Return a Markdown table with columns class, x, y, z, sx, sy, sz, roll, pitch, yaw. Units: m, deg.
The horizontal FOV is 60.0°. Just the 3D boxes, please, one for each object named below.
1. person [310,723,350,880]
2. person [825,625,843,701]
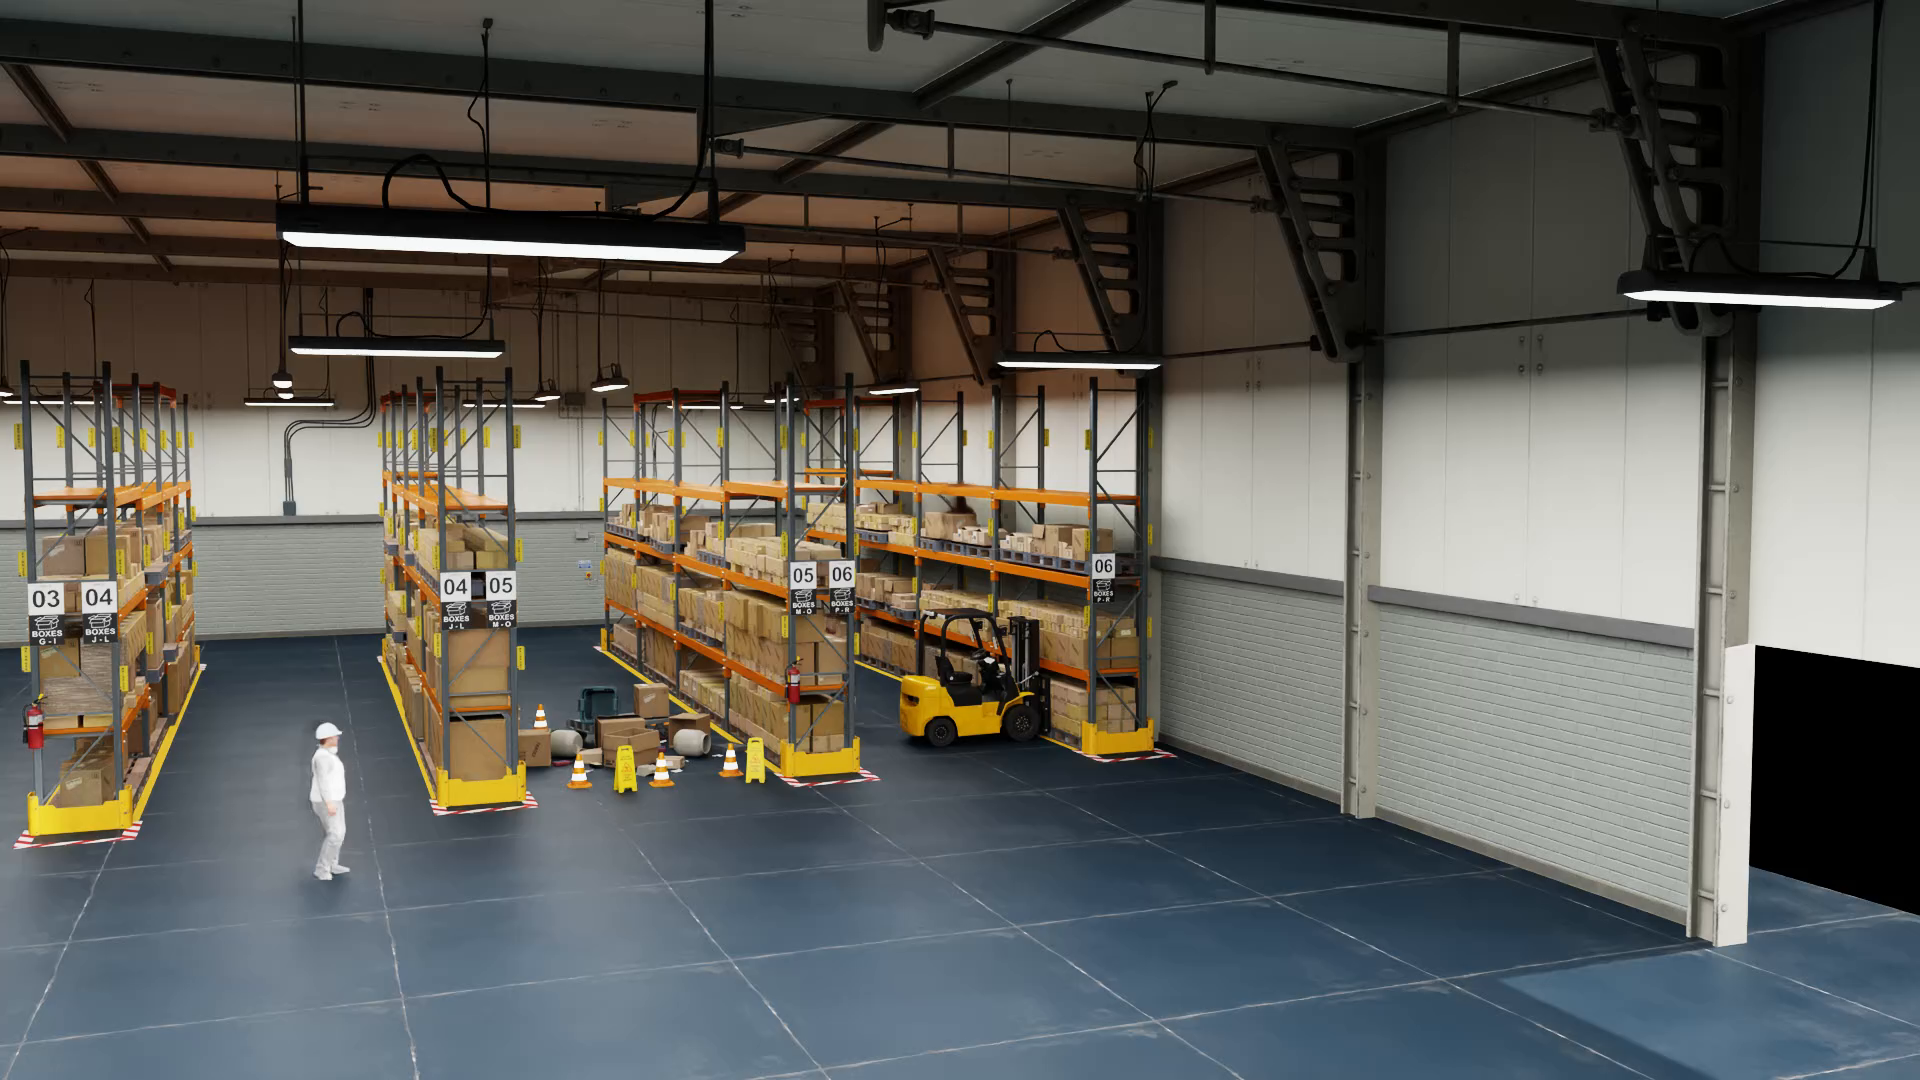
| class | x | y | z | sx | sy | sz | roll | pitch | yaw |
| --- | --- | --- | --- | --- | --- | --- | --- | --- | --- |
| person | -7.255 | 3.019 | 19.140 | 0.394 | 1.847 | 0.579 | 0 | 3 | -4 |
| person | -2.338 | 2.297 | 30.036 | 0.392 | 1.543 | 0.911 | -2 | 4 | -29 |
